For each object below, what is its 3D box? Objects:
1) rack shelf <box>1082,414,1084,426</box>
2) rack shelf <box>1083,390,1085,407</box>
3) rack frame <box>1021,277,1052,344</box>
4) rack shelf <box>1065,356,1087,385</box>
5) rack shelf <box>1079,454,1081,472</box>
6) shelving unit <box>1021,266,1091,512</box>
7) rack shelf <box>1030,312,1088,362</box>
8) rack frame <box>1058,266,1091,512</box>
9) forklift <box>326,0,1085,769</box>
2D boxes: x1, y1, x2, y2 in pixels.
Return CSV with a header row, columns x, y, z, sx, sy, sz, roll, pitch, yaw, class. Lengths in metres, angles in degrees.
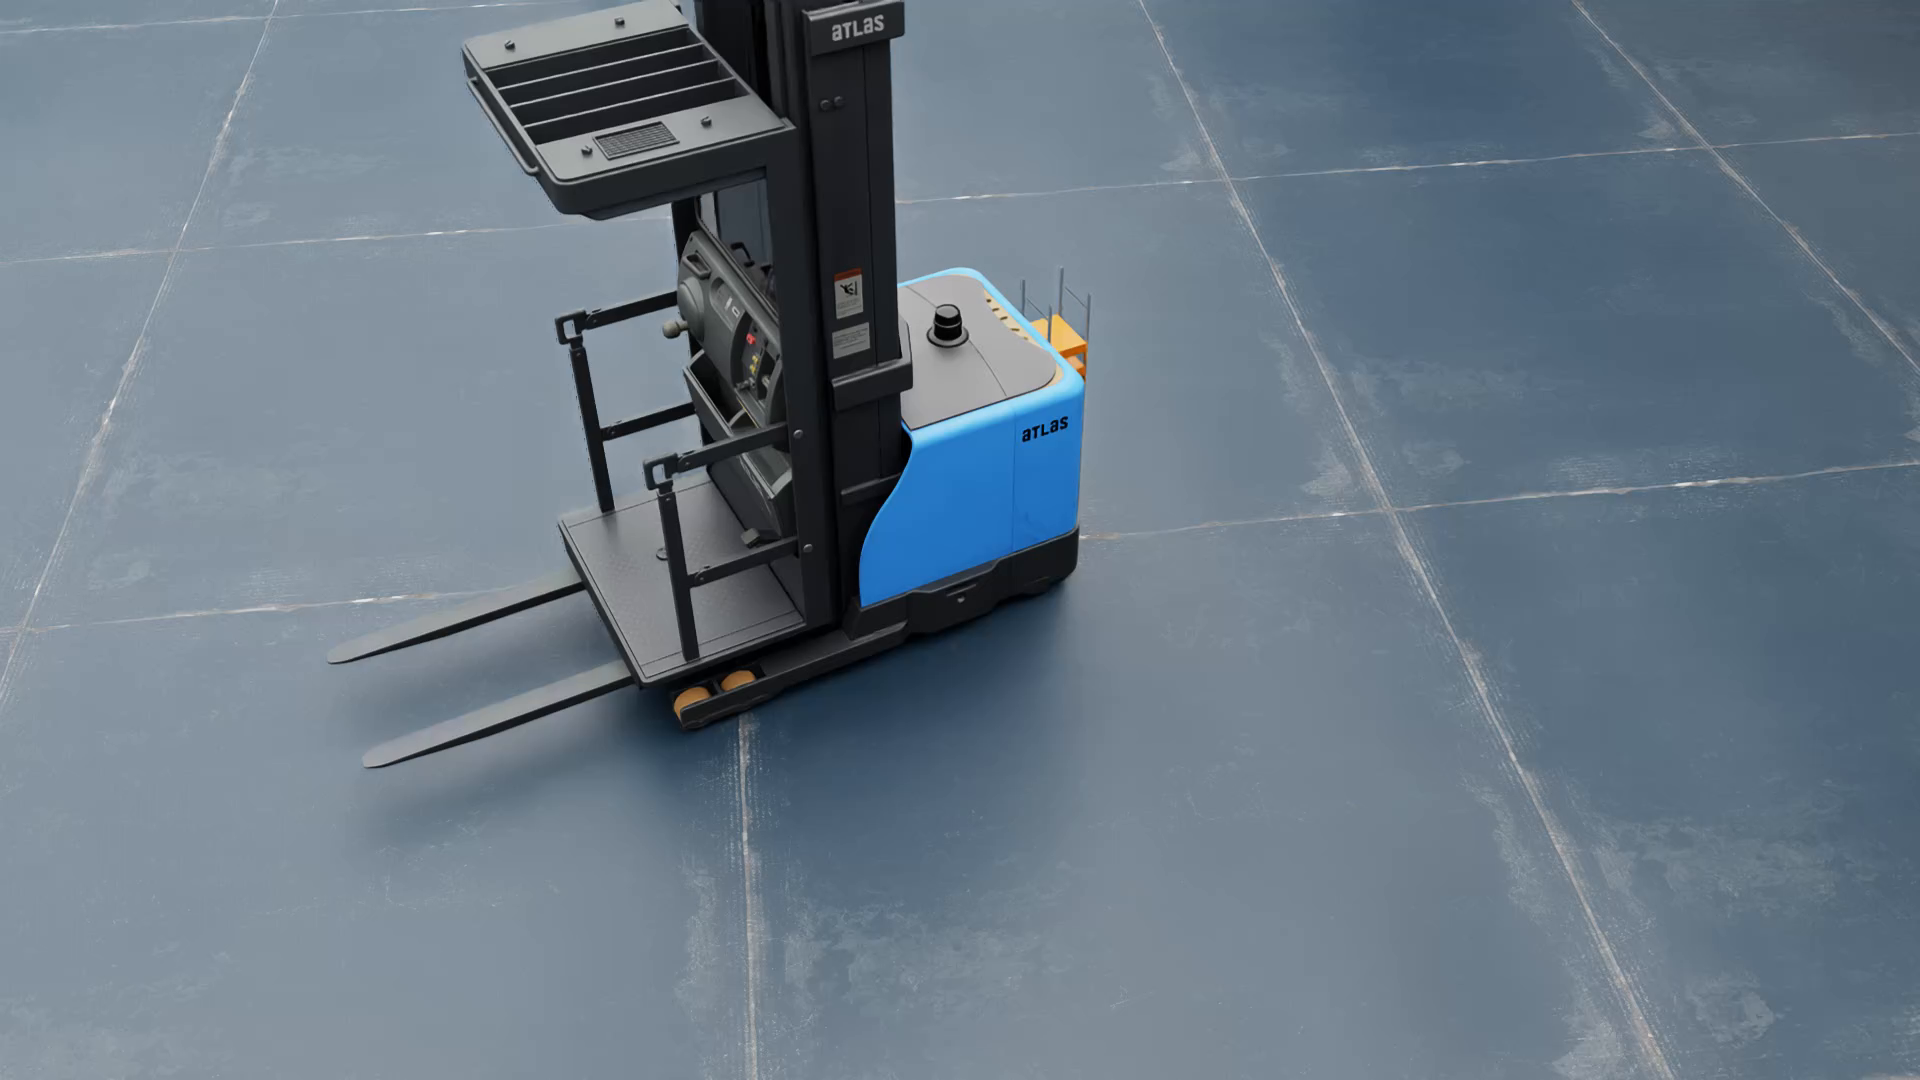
x,y,z,sx,sy,sz,roll,pitch,yaw,class
0.396,-0.566,7.263,0.180,0.103,0.258,-20,46,-20,rack shelf
0.396,-0.655,7.183,0.180,0.103,0.258,-20,46,-20,rack shelf
0.315,-0.570,7.202,0.006,1.200,0.240,-20,46,-20,rack frame
0.396,-0.744,7.102,0.180,0.103,0.258,-20,46,-20,rack shelf
0.396,-0.388,7.424,0.180,0.103,0.258,-20,46,-20,rack shelf
0.396,-0.599,7.233,0.189,1.200,0.258,-20,46,-20,shelving unit
0.396,-0.833,7.022,0.180,0.103,0.258,-20,46,-20,rack shelf
0.477,-0.628,7.265,0.006,1.200,0.240,-20,46,-20,rack frame
-1.036,-0.745,6.103,3.031,2.935,1.130,-20,46,-20,forklift
